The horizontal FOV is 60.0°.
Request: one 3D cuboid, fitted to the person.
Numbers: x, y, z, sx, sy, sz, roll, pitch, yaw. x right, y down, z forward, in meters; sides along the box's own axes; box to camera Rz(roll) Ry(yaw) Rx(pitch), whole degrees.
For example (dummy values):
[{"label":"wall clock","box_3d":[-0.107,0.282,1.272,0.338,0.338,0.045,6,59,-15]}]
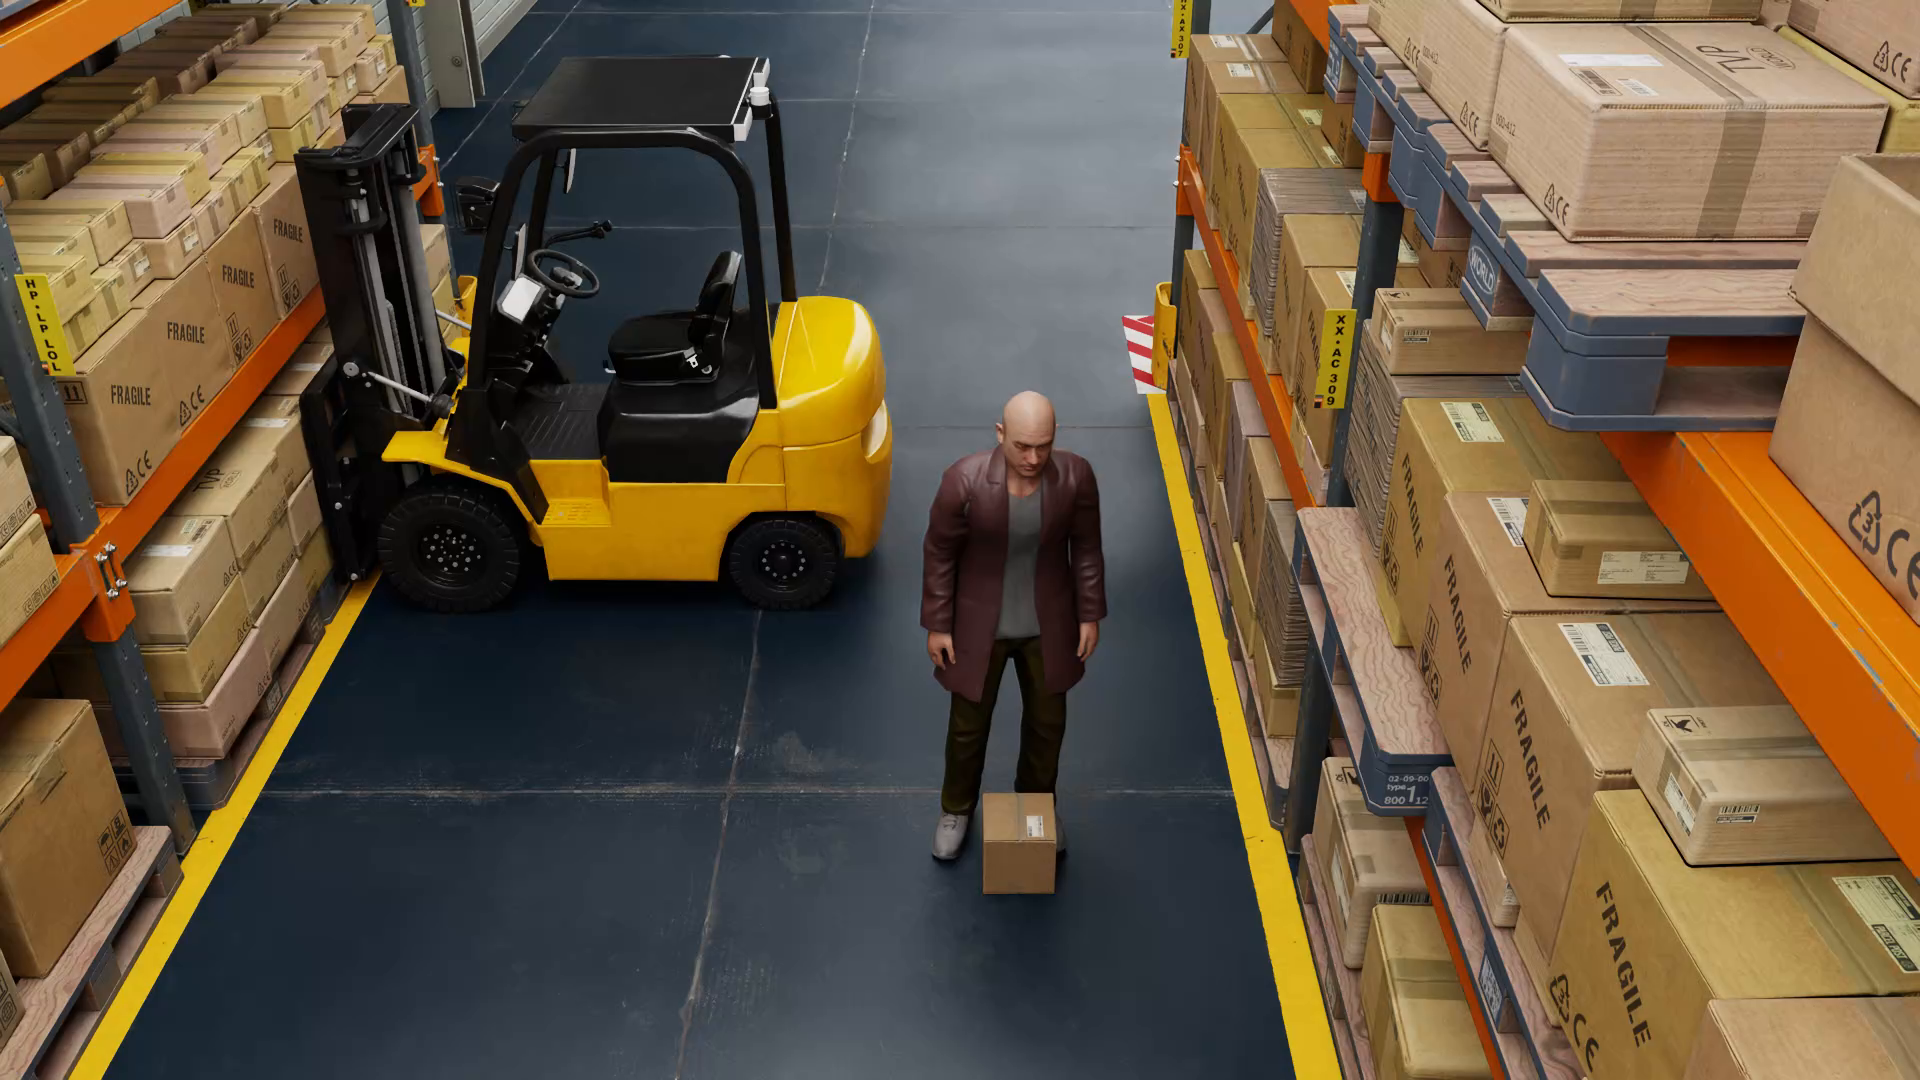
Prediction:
[{"label":"person","box_3d":[0.186,0.287,5.675,0.647,1.772,0.433,-4,31,-6]}]
